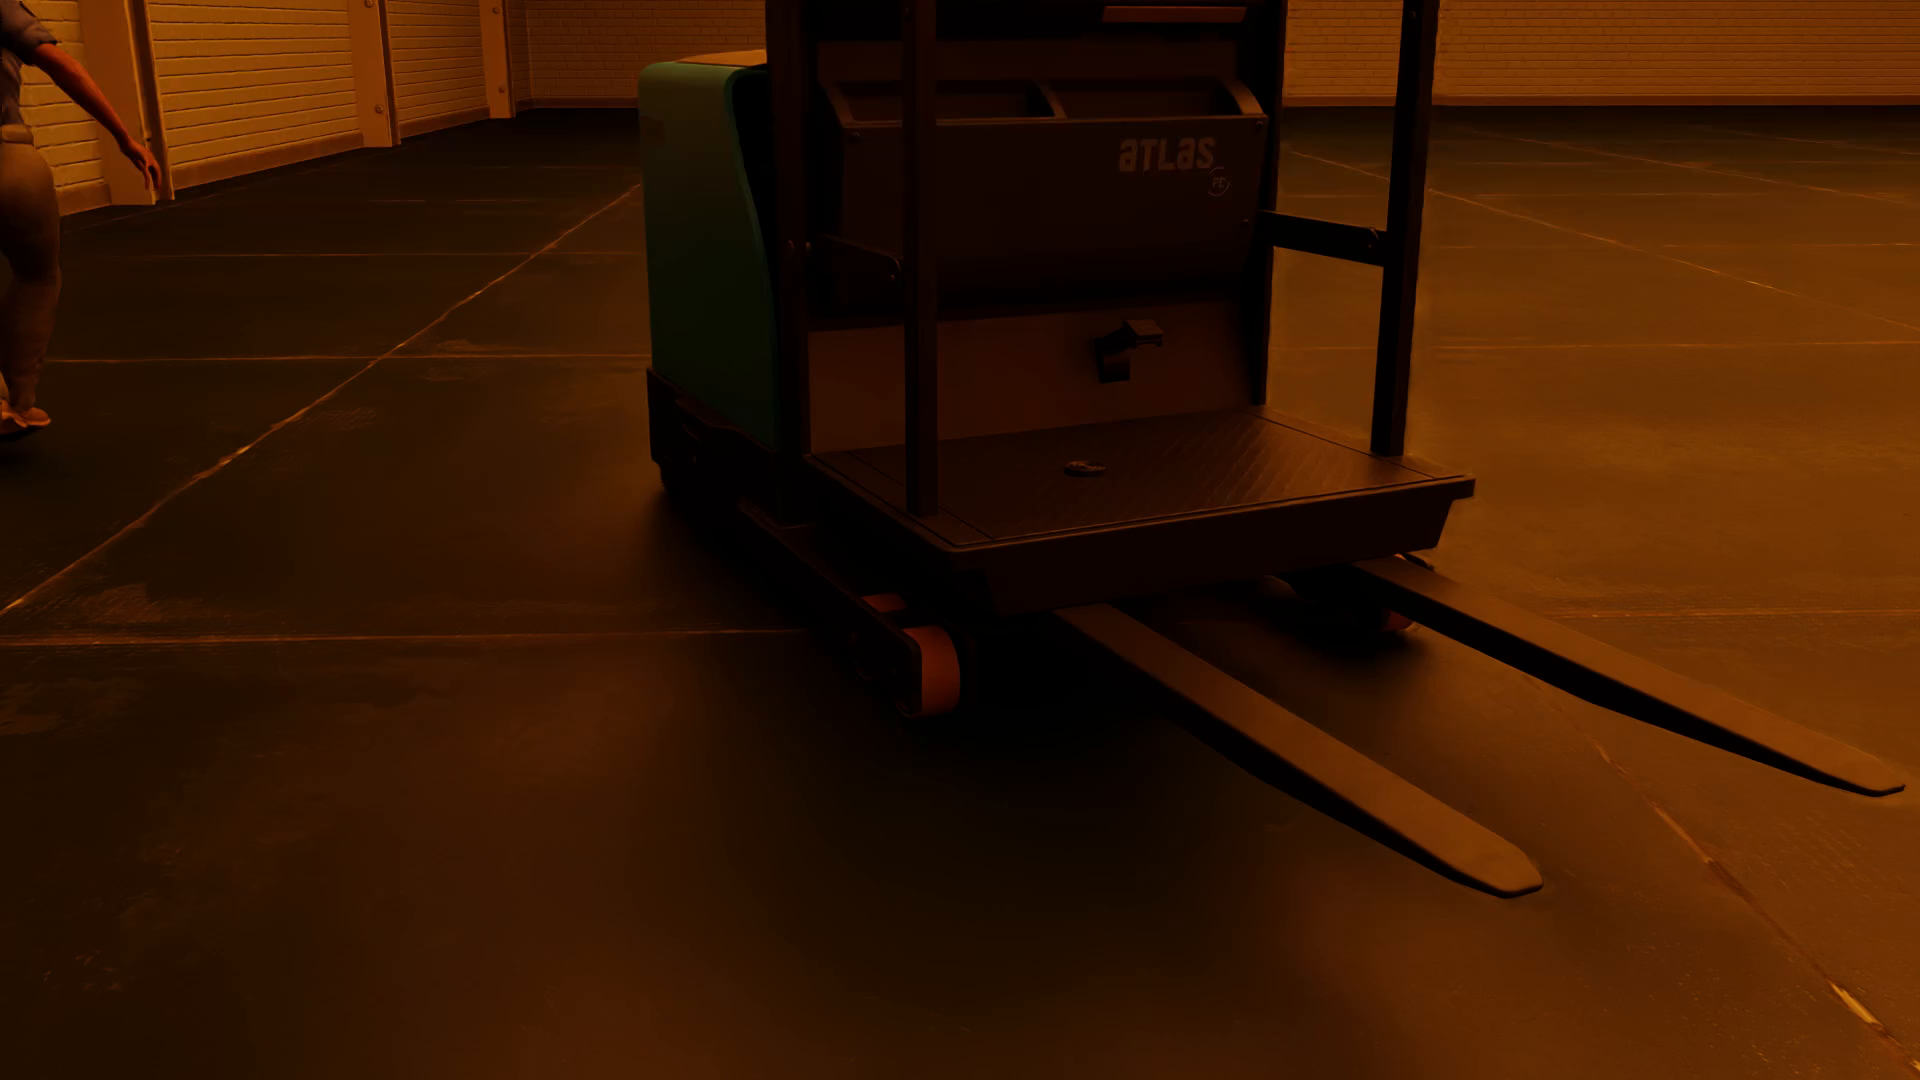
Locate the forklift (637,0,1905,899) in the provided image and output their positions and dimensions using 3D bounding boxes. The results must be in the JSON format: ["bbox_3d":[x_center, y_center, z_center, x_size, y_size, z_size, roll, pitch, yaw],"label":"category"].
[{"bbox_3d":[0.269,-1.234,2.941,1.130,2.935,3.031,-8,19,-24],"label":"forklift"}]

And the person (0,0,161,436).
[{"bbox_3d":[-2.668,-1.029,4.701,0.799,1.530,0.820,-4,17,-13],"label":"person"}]
